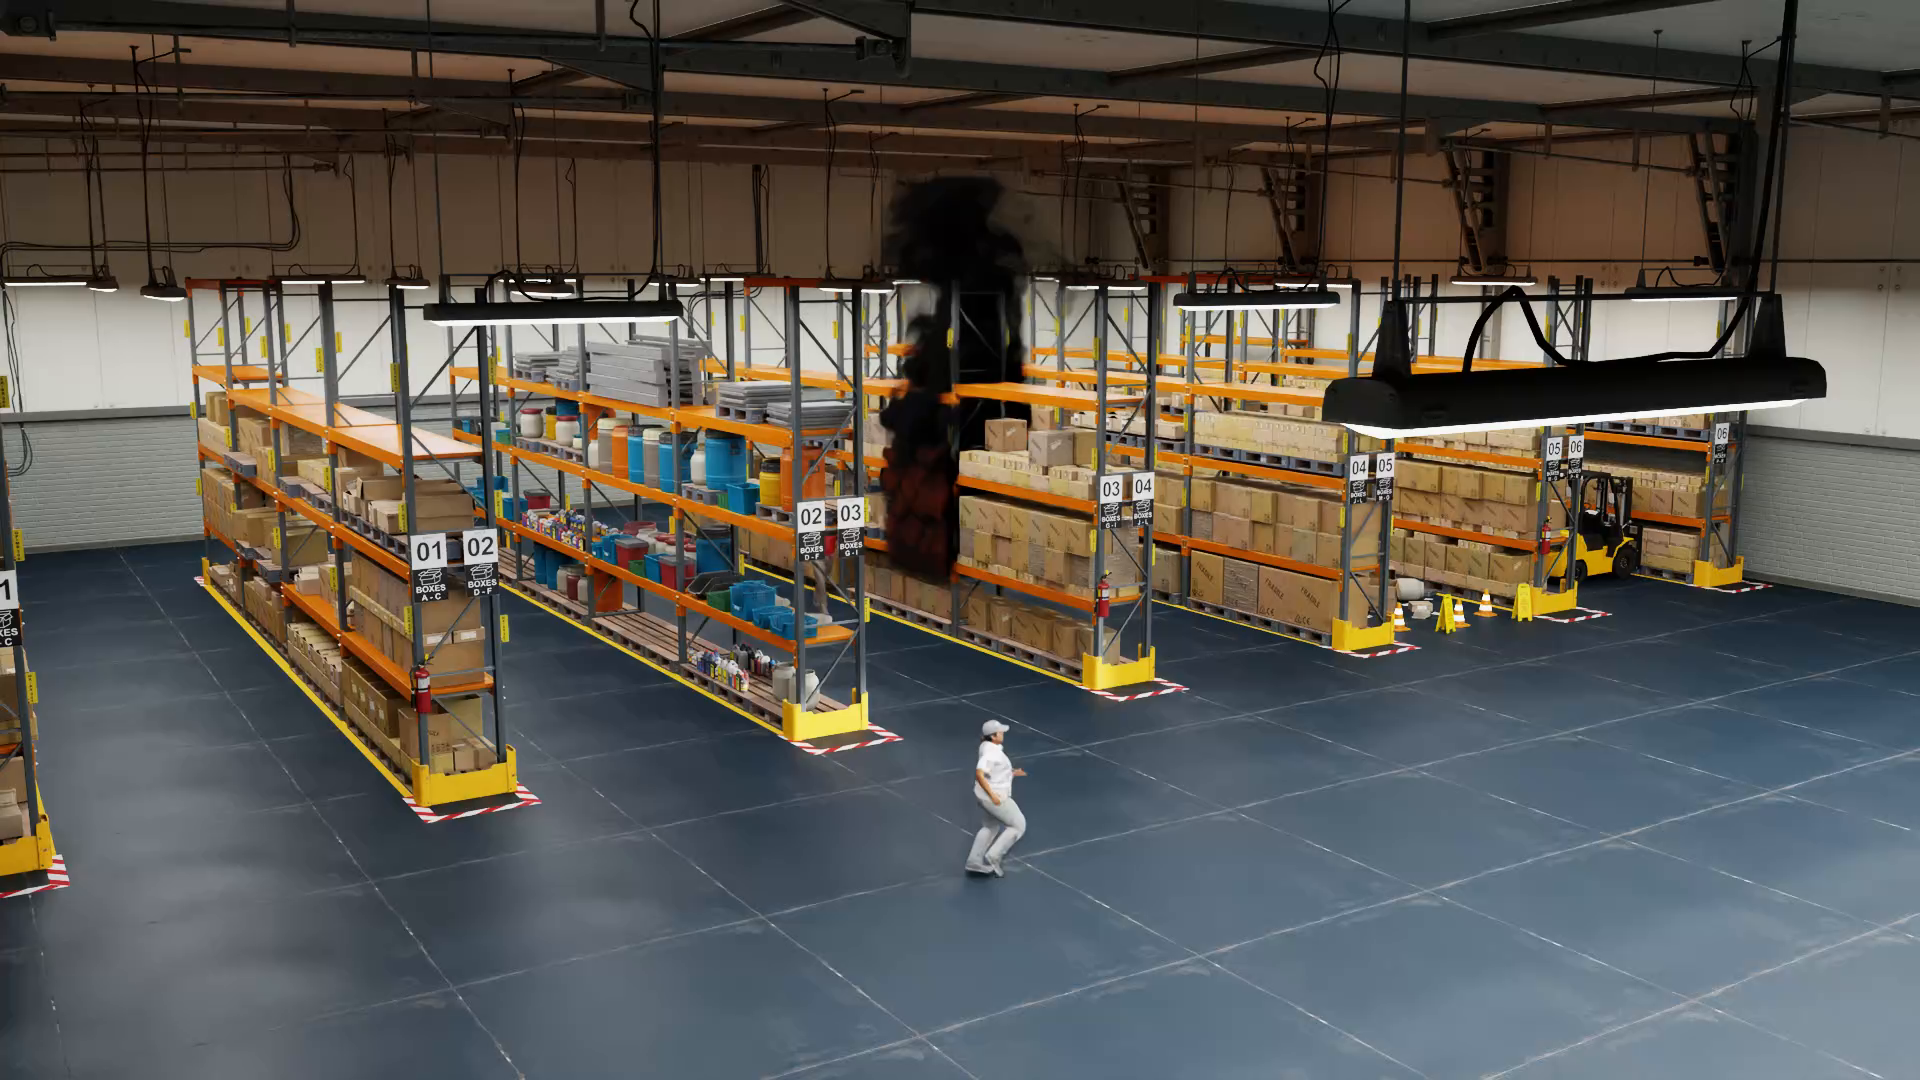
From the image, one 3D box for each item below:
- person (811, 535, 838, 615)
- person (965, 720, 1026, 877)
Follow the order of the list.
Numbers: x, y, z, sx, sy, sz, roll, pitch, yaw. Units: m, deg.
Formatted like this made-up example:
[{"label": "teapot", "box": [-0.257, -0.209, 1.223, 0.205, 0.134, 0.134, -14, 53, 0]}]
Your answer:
[{"label": "person", "box": [-2.351, 0.424, 28.706, 0.642, 1.837, 0.779, -8, 12, -39]}, {"label": "person", "box": [0.382, 2.663, 17.203, 0.642, 1.640, 0.586, -2, 10, -14]}]
